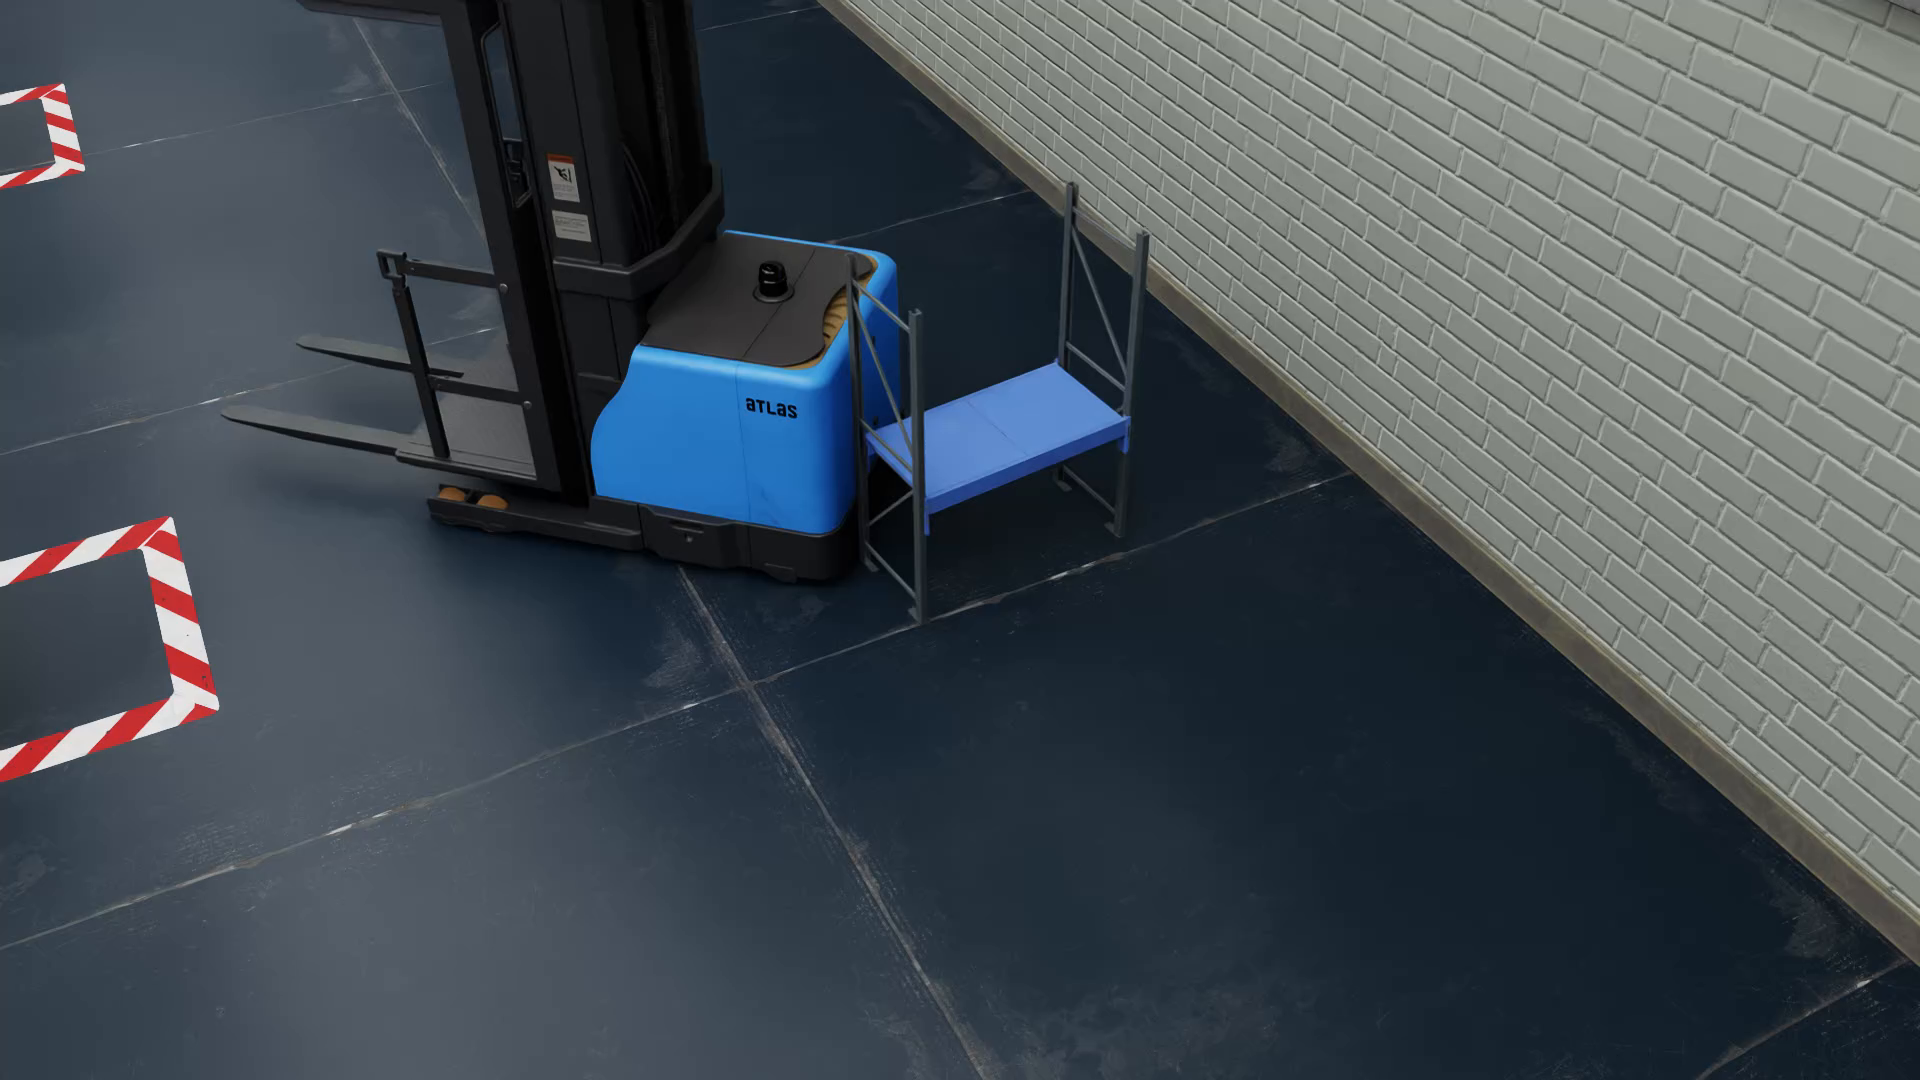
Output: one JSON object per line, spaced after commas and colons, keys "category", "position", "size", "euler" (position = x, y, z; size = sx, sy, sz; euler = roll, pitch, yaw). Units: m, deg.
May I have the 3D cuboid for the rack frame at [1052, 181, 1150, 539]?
{"category": "rack frame", "position": [0.570, -0.717, 6.936], "size": [0.032, 1.500, 0.500], "euler": [-23, 45, -25]}

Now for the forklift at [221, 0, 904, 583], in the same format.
{"category": "forklift", "position": [-1.828, -1.467, 6.715], "size": [3.031, 2.935, 1.130], "euler": [10, 41, 12]}

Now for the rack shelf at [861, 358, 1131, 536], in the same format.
{"category": "rack shelf", "position": [0.144, -0.400, 6.840], "size": [1.000, 0.185, 0.538], "euler": [-23, 45, -25]}

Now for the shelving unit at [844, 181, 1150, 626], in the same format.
{"category": "shelving unit", "position": [0.144, -0.538, 6.724], "size": [1.048, 1.500, 0.538], "euler": [-23, 45, -25]}

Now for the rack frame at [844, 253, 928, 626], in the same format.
{"category": "rack frame", "position": [-0.282, -0.358, 6.513], "size": [0.032, 1.500, 0.500], "euler": [-23, 45, -25]}
